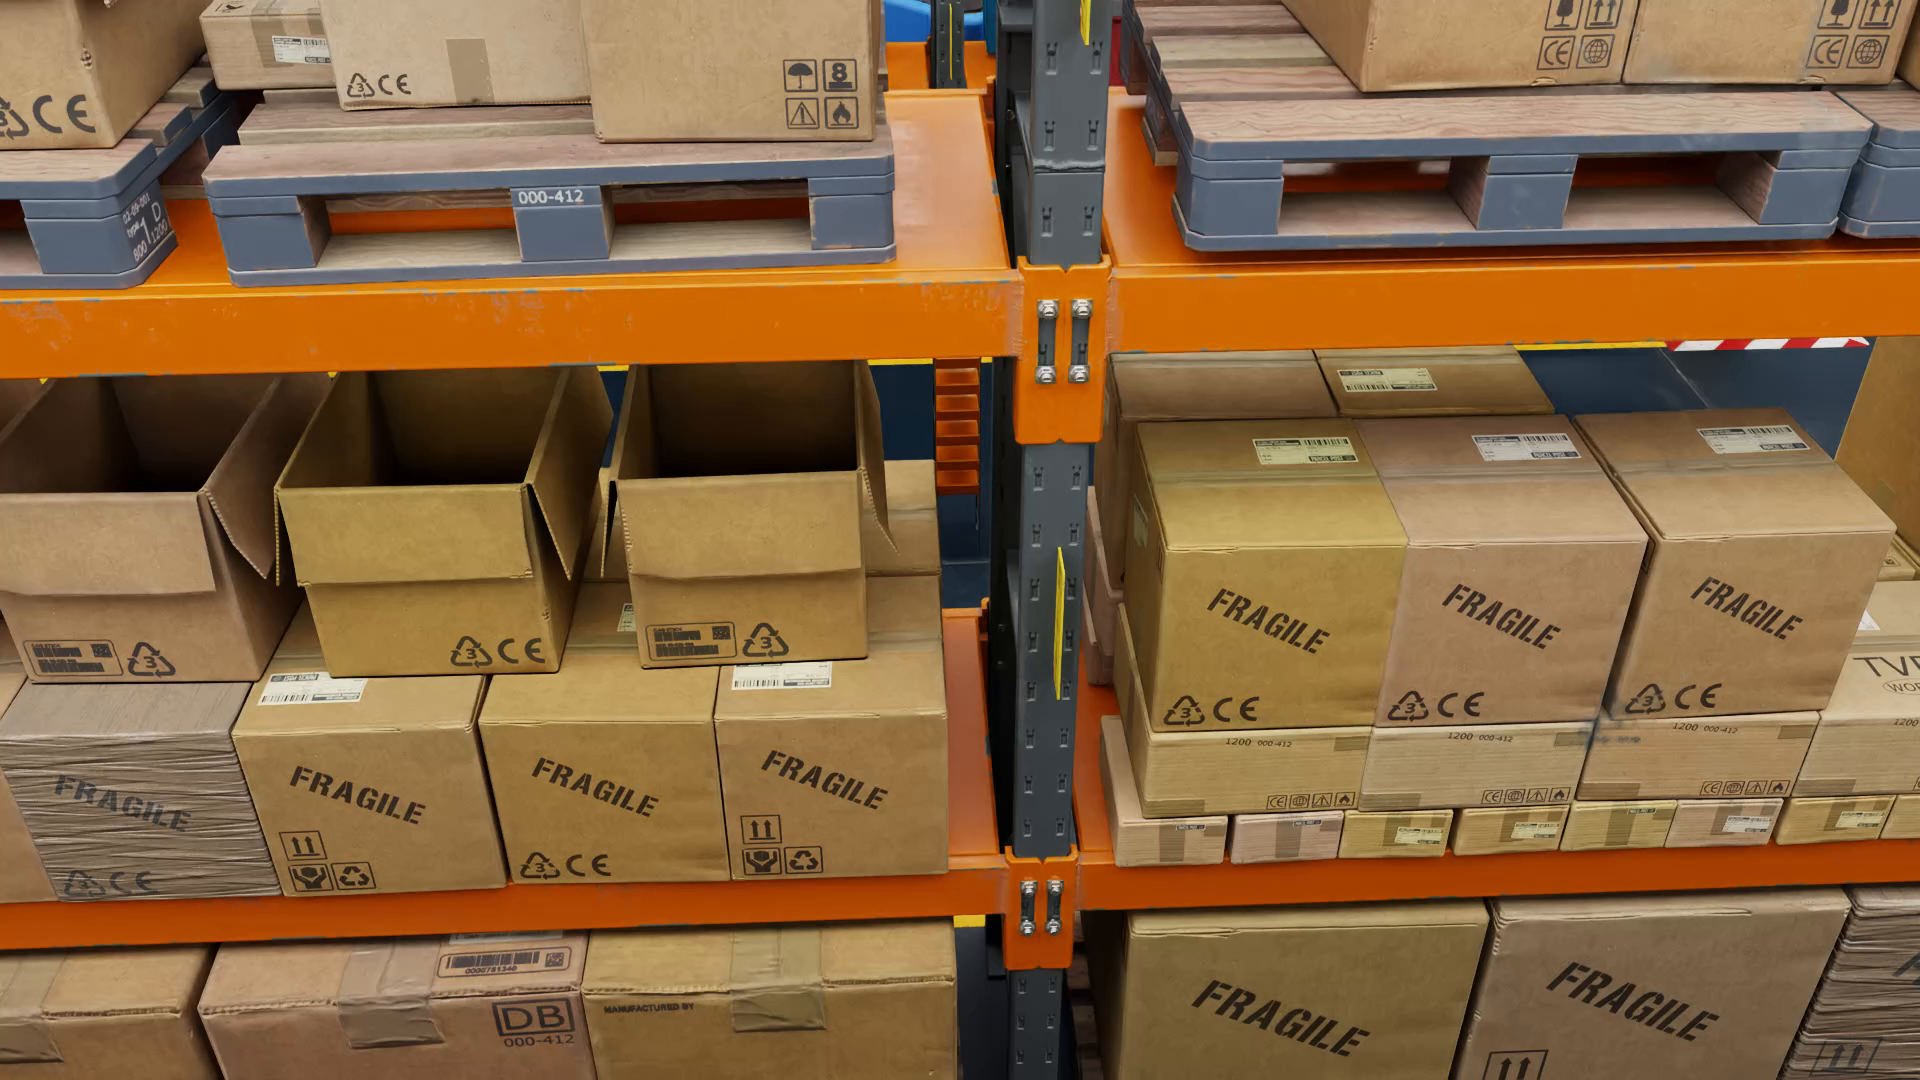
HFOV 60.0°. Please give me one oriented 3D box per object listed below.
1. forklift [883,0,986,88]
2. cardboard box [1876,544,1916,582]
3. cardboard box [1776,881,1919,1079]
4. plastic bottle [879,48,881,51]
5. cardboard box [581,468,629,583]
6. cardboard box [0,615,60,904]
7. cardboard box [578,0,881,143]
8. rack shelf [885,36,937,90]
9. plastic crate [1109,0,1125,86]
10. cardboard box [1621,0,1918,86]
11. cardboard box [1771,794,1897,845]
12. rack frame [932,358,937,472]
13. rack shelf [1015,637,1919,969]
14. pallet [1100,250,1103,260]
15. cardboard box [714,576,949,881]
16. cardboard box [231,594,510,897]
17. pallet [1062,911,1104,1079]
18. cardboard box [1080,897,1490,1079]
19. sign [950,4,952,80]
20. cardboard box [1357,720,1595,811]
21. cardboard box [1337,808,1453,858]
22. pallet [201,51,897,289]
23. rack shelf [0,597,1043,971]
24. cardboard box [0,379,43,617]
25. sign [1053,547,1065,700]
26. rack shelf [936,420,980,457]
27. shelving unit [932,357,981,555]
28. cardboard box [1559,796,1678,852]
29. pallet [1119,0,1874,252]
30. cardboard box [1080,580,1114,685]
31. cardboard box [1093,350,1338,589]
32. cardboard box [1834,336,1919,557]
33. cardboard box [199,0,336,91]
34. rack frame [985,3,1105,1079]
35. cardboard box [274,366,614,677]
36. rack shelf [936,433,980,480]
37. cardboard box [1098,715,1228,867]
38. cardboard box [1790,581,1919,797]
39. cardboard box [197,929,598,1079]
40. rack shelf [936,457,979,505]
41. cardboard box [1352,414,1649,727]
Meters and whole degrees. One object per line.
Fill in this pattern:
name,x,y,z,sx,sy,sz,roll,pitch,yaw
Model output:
forklift,-0.690,-4.175,10.707,3.031,2.935,1.130,28,43,34
cardboard box,2.129,0.046,4.419,0.500,0.250,0.500,-2,35,-3
cardboard box,2.618,0.989,4.684,0.875,0.875,0.875,-2,35,-2
plastic bottle,-0.445,-2.262,7.991,0.135,0.276,0.152,-2,35,-2
cardboard box,-0.806,0.151,4.307,0.500,0.500,0.500,-1,35,-2
cardboard box,-2.303,0.485,3.825,0.500,0.500,0.500,-2,35,-3
cardboard box,-0.411,-1.118,3.136,0.500,0.500,0.700,-1,35,-1
rack shelf,-2.065,-2.157,8.364,4.000,0.370,1.077,-2,35,-2
plastic crate,0.837,-2.440,8.030,0.583,0.464,0.402,-2,35,-2
cardboard box,1.484,-1.247,3.236,0.500,0.500,0.700,0,35,0
cardboard box,2.036,0.550,4.041,0.250,0.149,0.380,-2,35,-4
rack frame,-0.106,-0.491,6.904,0.006,1.200,0.240,-2,35,-2
rack shelf,2.165,0.550,4.451,4.000,0.370,1.077,-2,35,-2
pallet,0.666,-1.402,9.091,1.213,0.211,1.003,-2,35,-2
cardboard box,-0.287,0.435,3.898,0.500,0.500,0.500,-1,35,-2
cardboard box,-1.303,0.462,3.858,0.500,0.500,0.500,-2,35,-3
pallet,0.931,1.479,4.928,1.213,0.211,1.003,-2,35,-2
cardboard box,0.830,1.037,4.614,0.875,0.875,0.875,-2,35,-2
sign,-0.043,-2.308,7.706,0.005,0.325,0.100,-2,35,-2
cardboard box,1.146,0.373,3.945,0.500,0.250,0.500,-2,35,-2
cardboard box,1.004,0.578,4.000,0.250,0.149,0.380,0,35,-1
pallet,-0.746,-0.794,3.293,1.217,0.209,0.805,-3,35,-4
rack shelf,-1.830,0.658,4.296,4.000,0.370,1.077,-2,35,-2
cardboard box,-2.446,-0.064,3.737,0.637,0.503,0.797,-1,35,-1
sign,0.203,0.173,3.416,0.005,0.325,0.100,-2,35,-2
rack shelf,-0.014,-0.456,6.933,0.180,0.103,0.258,-2,35,-2
shelving unit,-0.014,-0.493,6.908,0.189,1.200,0.258,-2,35,-2
cardboard box,1.522,0.563,4.021,0.250,0.149,0.380,-2,35,-3
pallet,0.985,-0.905,3.364,1.213,0.211,1.003,-2,35,-2
cardboard box,0.456,0.217,4.521,0.250,0.149,0.380,-1,35,-2
cardboard box,0.614,-0.225,4.151,0.500,0.500,0.500,-1,35,-1
cardboard box,2.654,-0.278,4.228,0.500,0.500,0.500,-2,35,-4
cardboard box,-1.327,-1.040,3.332,0.250,0.149,0.380,-3,35,-4
rack frame,0.167,0.308,4.169,0.127,3.000,1.000,-2,35,-2
cardboard box,-1.156,-0.112,3.806,0.637,0.503,0.797,-1,35,-2
rack shelf,-0.014,-0.358,7.002,0.180,0.103,0.258,-2,35,-2
cardboard box,0.479,0.593,3.979,0.250,0.149,0.380,-1,35,-2
cardboard box,2.156,0.347,3.983,0.500,0.250,0.500,-1,35,-2
cardboard box,-1.363,1.062,4.577,0.875,0.875,1.225,-3,35,-4
rack shelf,-0.014,-0.259,7.070,0.180,0.103,0.258,-2,35,-2
cardboard box,1.150,0.063,3.735,0.500,0.500,0.500,-2,35,-2
